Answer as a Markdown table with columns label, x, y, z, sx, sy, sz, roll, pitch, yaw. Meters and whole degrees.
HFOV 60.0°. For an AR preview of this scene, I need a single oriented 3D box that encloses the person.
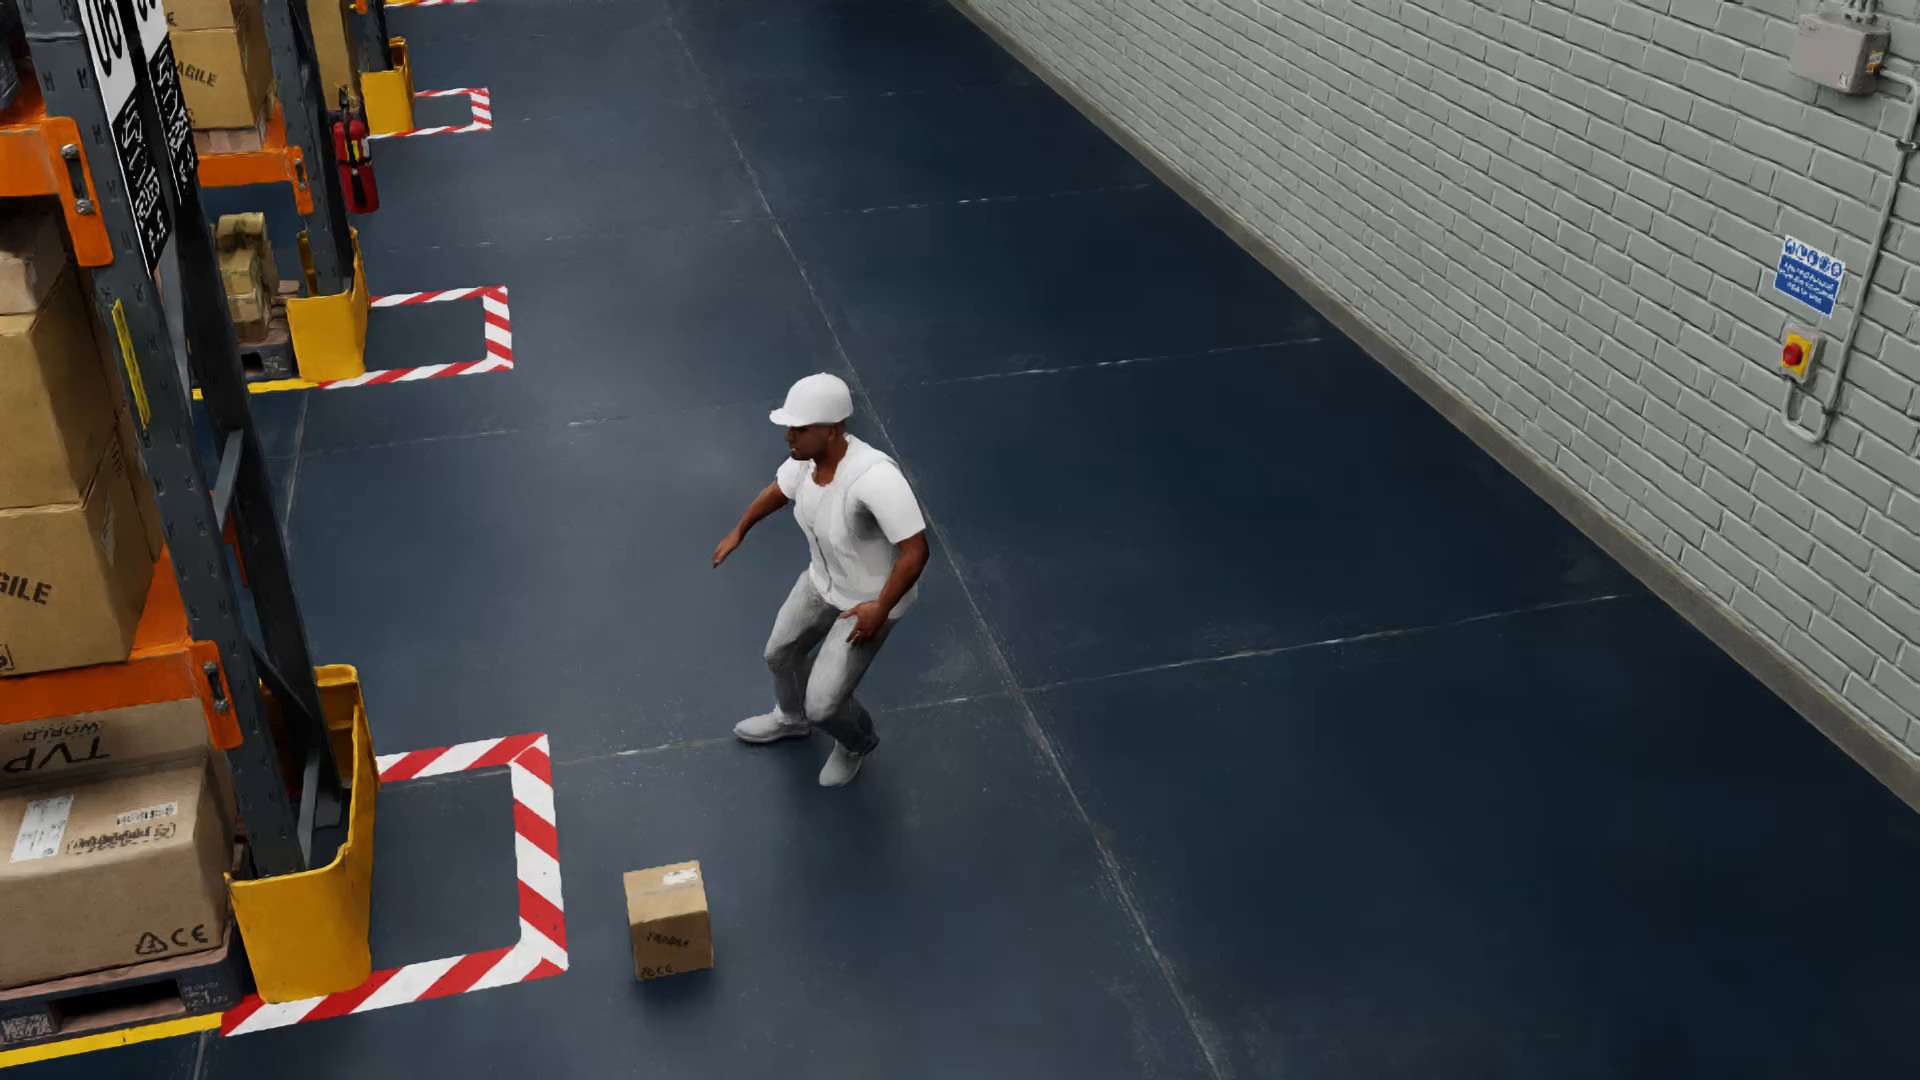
| label | x | y | z | sx | sy | sz | roll | pitch | yaw |
| --- | --- | --- | --- | --- | --- | --- | --- | --- | --- |
| person | -0.485 | 0.156 | 5.968 | 0.501 | 1.686 | 0.968 | -24 | 38 | -35 |
